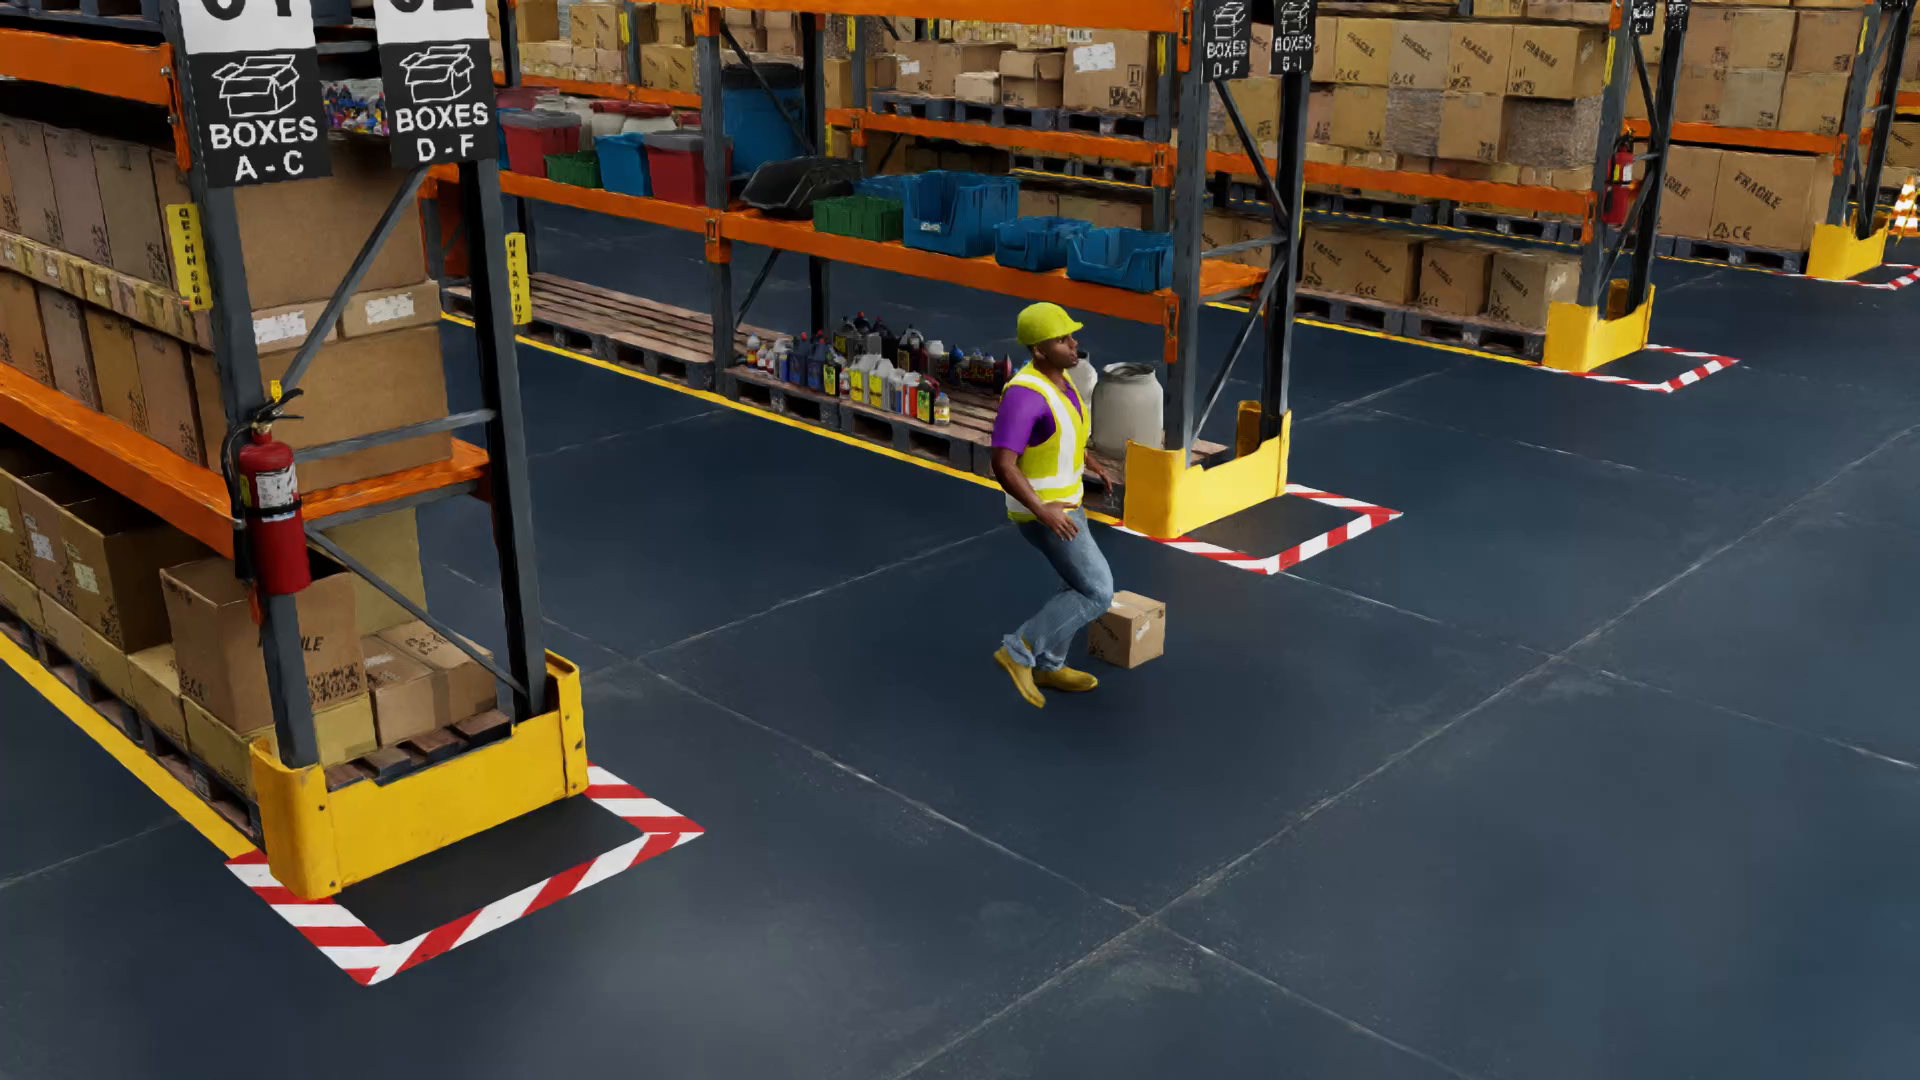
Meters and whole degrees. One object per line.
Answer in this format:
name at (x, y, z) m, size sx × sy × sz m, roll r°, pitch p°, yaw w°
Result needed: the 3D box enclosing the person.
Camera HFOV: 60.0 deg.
person at (0.415, -0.153, 7.007) m, size 0.503 × 1.731 × 0.756 m, roll 3°, pitch 21°, yaw 9°
